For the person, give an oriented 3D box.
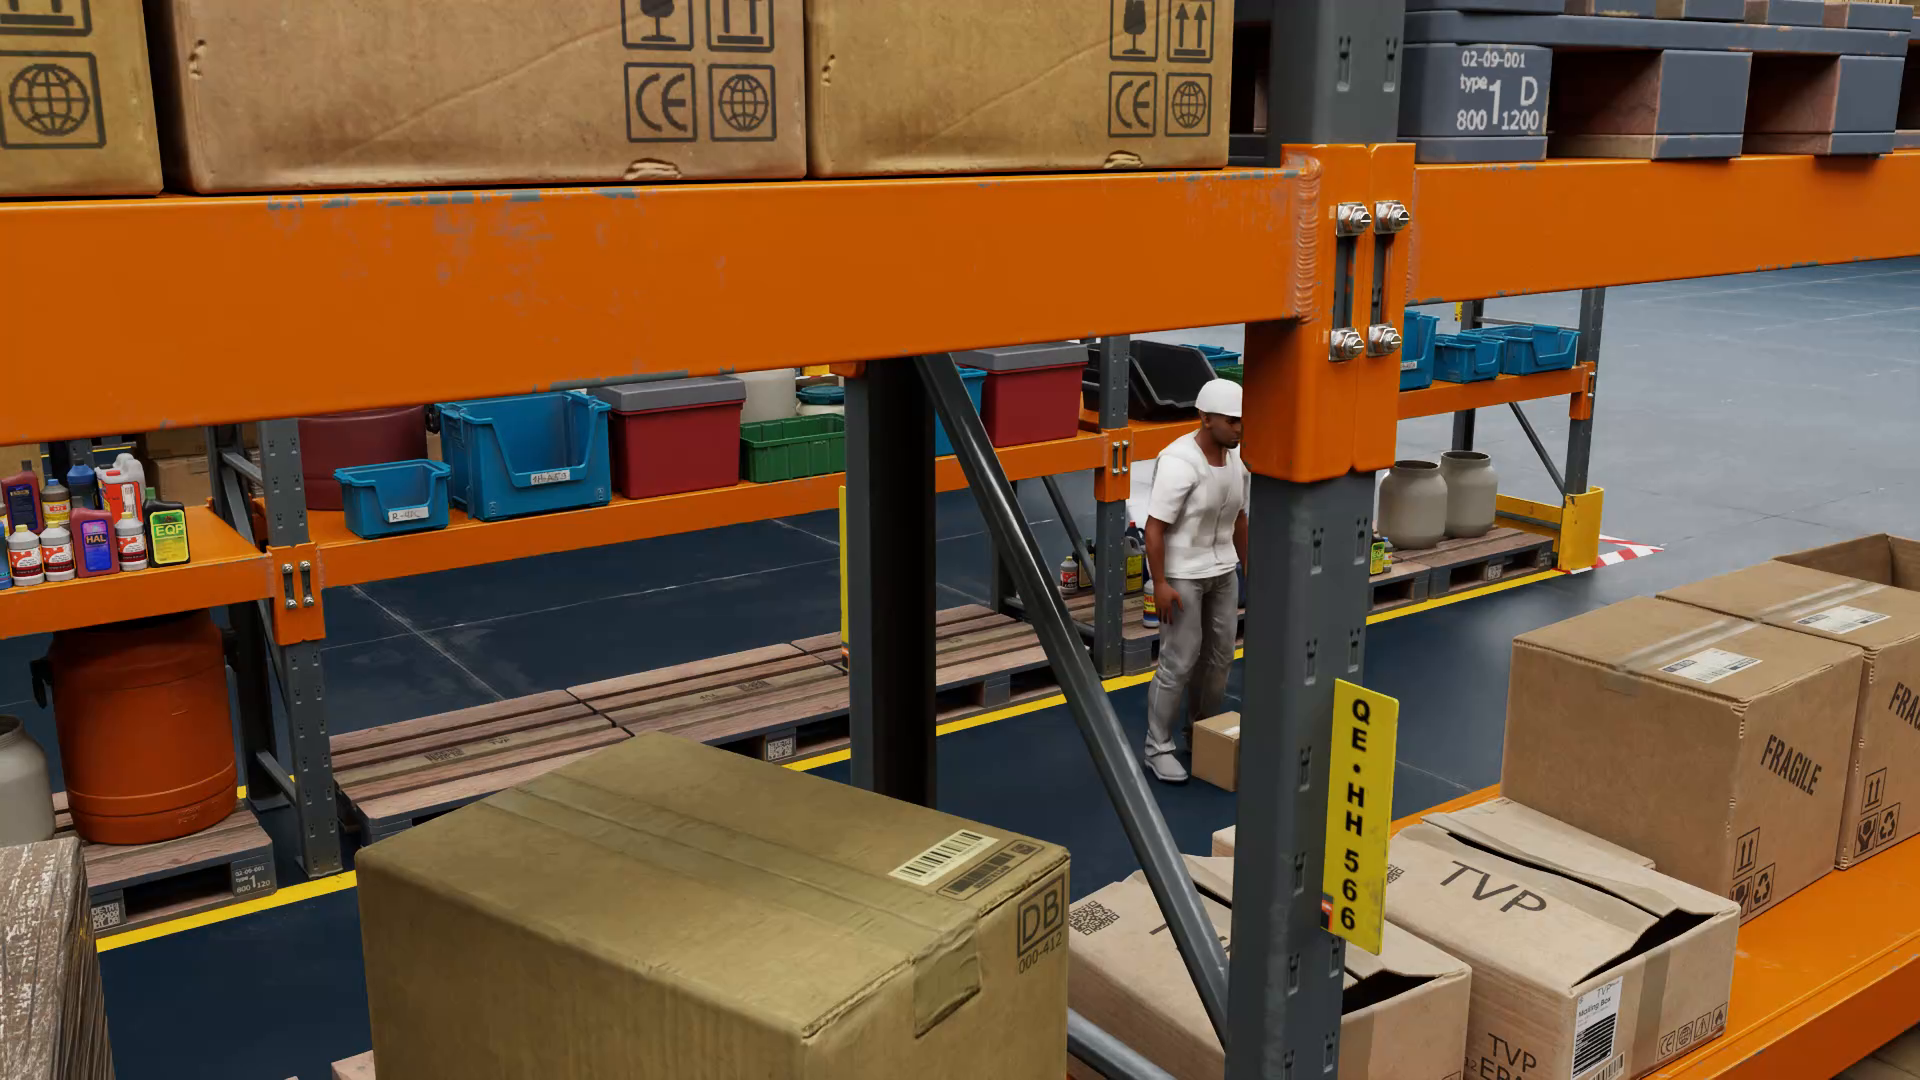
[{"bbox_3d":[1.072,0.158,7.352,0.636,1.761,0.454,-11,18,-37],"label":"person"}]
